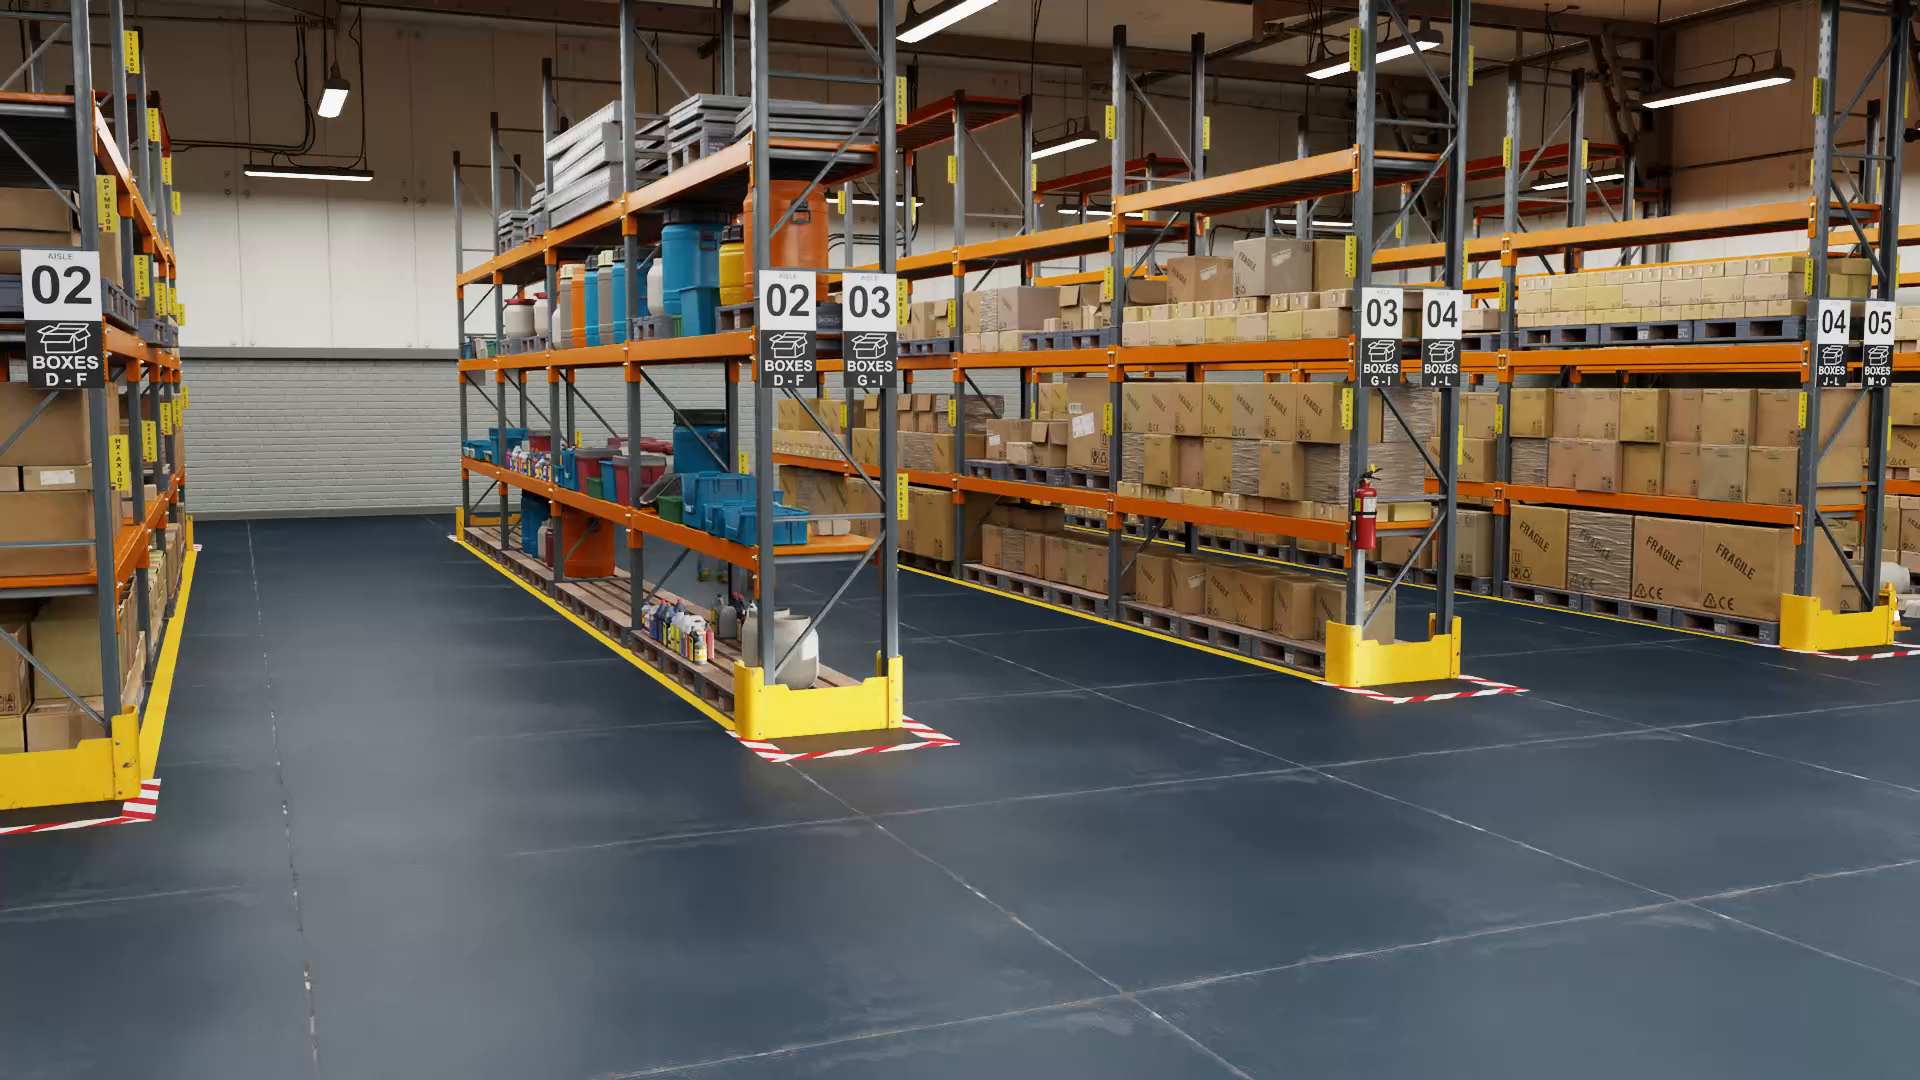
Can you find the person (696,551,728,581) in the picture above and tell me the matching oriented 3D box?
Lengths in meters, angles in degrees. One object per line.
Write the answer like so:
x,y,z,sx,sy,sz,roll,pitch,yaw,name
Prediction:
-3.020,-0.348,20.497,0.567,1.830,0.546,-3,6,-27,person
